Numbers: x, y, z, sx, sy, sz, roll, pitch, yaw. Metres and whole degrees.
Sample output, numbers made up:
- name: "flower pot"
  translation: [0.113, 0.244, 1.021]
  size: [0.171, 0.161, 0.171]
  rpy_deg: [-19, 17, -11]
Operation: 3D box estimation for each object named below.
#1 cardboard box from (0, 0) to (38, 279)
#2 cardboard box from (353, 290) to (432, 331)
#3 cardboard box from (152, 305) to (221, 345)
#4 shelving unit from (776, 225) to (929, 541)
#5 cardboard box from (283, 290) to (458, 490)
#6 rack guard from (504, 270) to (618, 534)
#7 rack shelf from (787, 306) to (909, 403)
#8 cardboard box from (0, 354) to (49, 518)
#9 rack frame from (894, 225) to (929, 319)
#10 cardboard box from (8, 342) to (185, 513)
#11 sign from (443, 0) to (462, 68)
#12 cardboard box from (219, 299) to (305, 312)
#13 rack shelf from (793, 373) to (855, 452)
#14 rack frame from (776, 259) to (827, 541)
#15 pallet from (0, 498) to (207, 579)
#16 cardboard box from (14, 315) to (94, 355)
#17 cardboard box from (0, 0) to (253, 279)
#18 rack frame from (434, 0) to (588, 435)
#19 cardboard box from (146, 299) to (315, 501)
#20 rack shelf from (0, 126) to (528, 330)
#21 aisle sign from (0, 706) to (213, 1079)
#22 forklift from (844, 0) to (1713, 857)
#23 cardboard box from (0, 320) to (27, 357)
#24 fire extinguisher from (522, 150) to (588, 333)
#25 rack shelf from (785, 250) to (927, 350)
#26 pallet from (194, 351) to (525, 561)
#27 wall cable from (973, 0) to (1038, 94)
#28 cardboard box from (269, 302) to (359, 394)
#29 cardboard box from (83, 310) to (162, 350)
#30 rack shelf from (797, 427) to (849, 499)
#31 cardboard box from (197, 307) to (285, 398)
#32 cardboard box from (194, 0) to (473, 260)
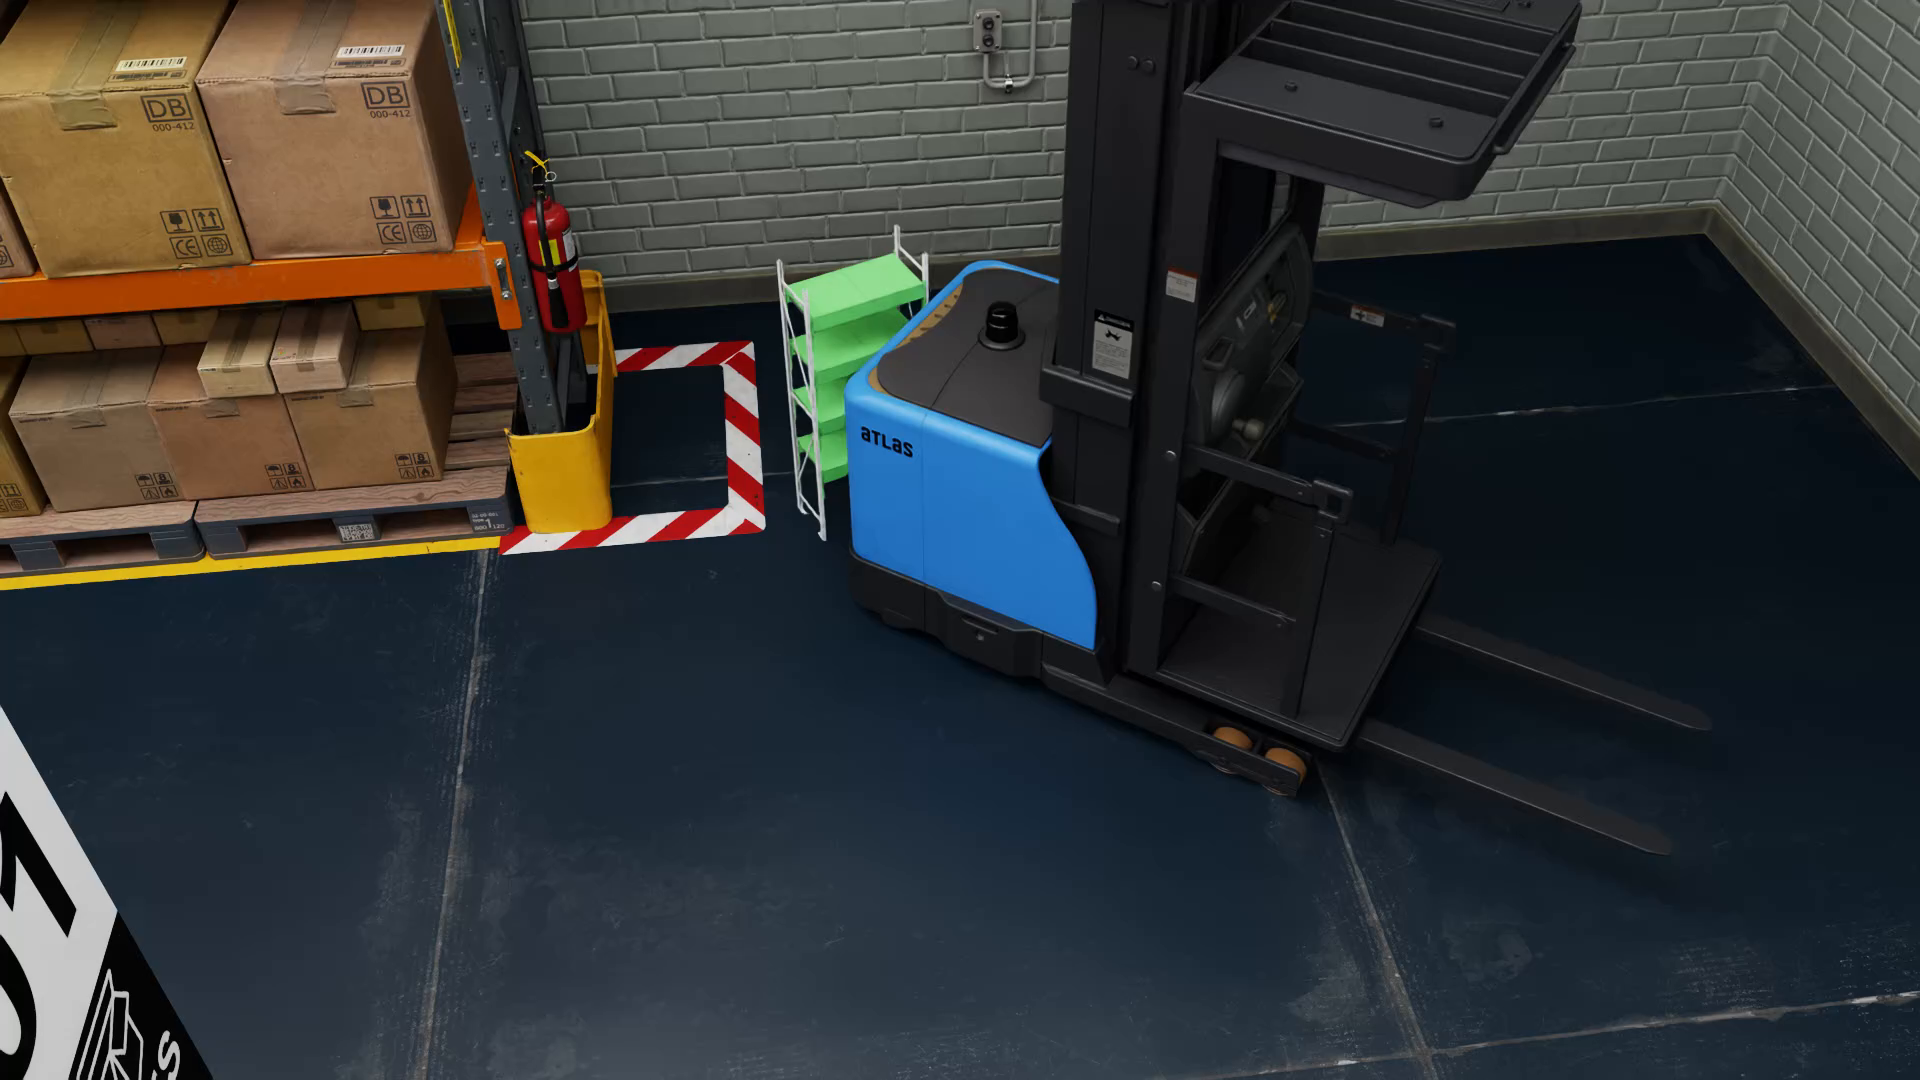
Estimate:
- name: "cardboard box"
  translation: [-3.678, -1.463, 5.909]
  size: [0.700, 0.700, 0.980]
  rpy_deg: [-7, 43, -8]
- name: "cardboard box"
  translation: [-2.279, -1.018, 6.708]
  size: [0.250, 0.149, 0.380]
  rpy_deg: [-5, 42, -5]
- name: "cardboard box"
  translation: [-3.030, -0.953, 6.635]
  size: [0.250, 0.149, 0.380]
  rpy_deg: [-5, 42, -5]
- name: "shelving unit"
  translation: [-0.395, -0.593, 6.512]
  size: [0.503, 1.200, 0.258]
  rpy_deg: [-21, 46, -22]
- name: "cardboard box"
  translation: [-2.377, -0.634, 6.766]
  size: [0.500, 0.500, 0.700]
  rpy_deg: [-5, 42, -6]
- name: "rack guard"
  translation: [-1.672, -0.607, 7.050]
  size: [0.348, 0.500, 1.175]
  rpy_deg: [-5, 42, -6]
- name: "rack shelf"
  translation: [-0.395, -0.724, 6.394]
  size: [0.480, 0.148, 0.258]
  rpy_deg: [-21, 46, -22]
- name: "cardboard box"
  translation: [-3.900, -0.495, 6.612]
  size: [0.500, 0.500, 0.700]
  rpy_deg: [-4, 42, -5]
- name: "rack frame"
  translation: [-0.183, -0.674, 6.602]
  size: [0.015, 1.200, 0.240]
  rpy_deg: [-21, 46, -22]
- name: "cardboard box"
  translation: [-3.372, -0.546, 6.669]
  size: [0.500, 0.500, 0.700]
  rpy_deg: [-6, 42, -7]
- name: "sign"
  translation: [-1.639, -1.690, 5.342]
  size: [0.005, 0.325, 0.100]
  rpy_deg: [-5, 42, -6]
- name: "cardboard box"
  translation: [-2.781, -0.974, 6.659]
  size: [0.250, 0.149, 0.380]
  rpy_deg: [-5, 42, -5]
- name: "rack shelf"
  translation: [-0.395, -0.546, 6.555]
  size: [0.480, 0.148, 0.258]
  rpy_deg: [-21, 46, -22]
- name: "rack frame"
  translation: [-0.607, -0.512, 6.422]
  size: [0.015, 1.200, 0.240]
  rpy_deg: [-21, 46, -22]
- name: "pallet"
  translation: [-3.686, -0.273, 6.895]
  size: [1.213, 0.211, 1.003]
  rpy_deg: [-5, 42, -6]
- name: "cardboard box"
  translation: [-3.536, -0.907, 6.585]
  size: [0.250, 0.149, 0.380]
  rpy_deg: [-5, 42, -5]
- name: "cardboard box"
  translation: [-2.920, -1.523, 5.975]
  size: [0.700, 0.700, 0.980]
  rpy_deg: [-5, 42, -6]
- name: "rack frame"
  translation: [-1.696, -1.533, 6.210]
  size: [0.127, 3.000, 1.000]
  rpy_deg: [-5, 42, -6]
- name: "cardboard box"
  translation: [-2.873, -0.590, 6.718]
  size: [0.500, 0.500, 0.700]
  rpy_deg: [-5, 42, -6]
- name: "rack shelf"
  translation: [-3.679, -1.093, 6.259]
  size: [4.000, 0.370, 1.077]
  rpy_deg: [-5, 42, -6]
- name: "aisle sign"
  translation: [-1.021, 0.590, 1.916]
  size: [0.004, 0.787, 0.394]
  rpy_deg: [-5, 42, -6]
- name: "forklift"
  translation: [1.116, -0.614, 5.242]
  size: [3.031, 2.935, 1.130]
  rpy_deg: [21, 46, 22]
- name: "cardboard box"
  translation: [-3.787, -0.886, 6.561]
  size: [0.250, 0.149, 0.380]
  rpy_deg: [-6, 42, -6]
- name: "fire extinguisher"
  translation: [-1.487, -1.073, 6.036]
  size: [0.183, 0.674, 0.296]
  rpy_deg: [-5, 42, -6]
- name: "rack shelf"
  translation: [-0.395, -0.903, 6.233]
  size: [0.480, 0.148, 0.258]
  rpy_deg: [-21, 46, -22]
- name: "pallet"
  translation: [-2.479, -0.376, 7.010]
  size: [1.213, 0.211, 1.003]
  rpy_deg: [-5, 42, -6]
- name: "wall cable"
  translation: [-0.549, -2.650, 6.690]
  size: [1.851, 1.984, 0.084]
  rpy_deg: [-5, 42, -6]
- name: "cardboard box"
  translation: [-2.481, -0.743, 6.402]
  size: [0.250, 0.149, 0.380]
  rpy_deg: [-5, 42, -6]
- name: "cardboard box"
  translation: [-3.282, -0.930, 6.610]
  size: [0.250, 0.149, 0.380]
  rpy_deg: [-4, 42, -5]
- name: "rack shelf"
  translation: [-0.395, -0.368, 6.715]
  size: [0.480, 0.148, 0.258]
  rpy_deg: [-21, 46, -22]
- name: "cardboard box"
  translation: [-2.734, -0.720, 6.377]
  size: [0.250, 0.149, 0.380]
  rpy_deg: [-4, 42, -4]
- name: "cardboard box"
  translation: [-2.200, -1.594, 6.054]
  size: [0.700, 0.700, 0.980]
  rpy_deg: [-3, 42, -4]
